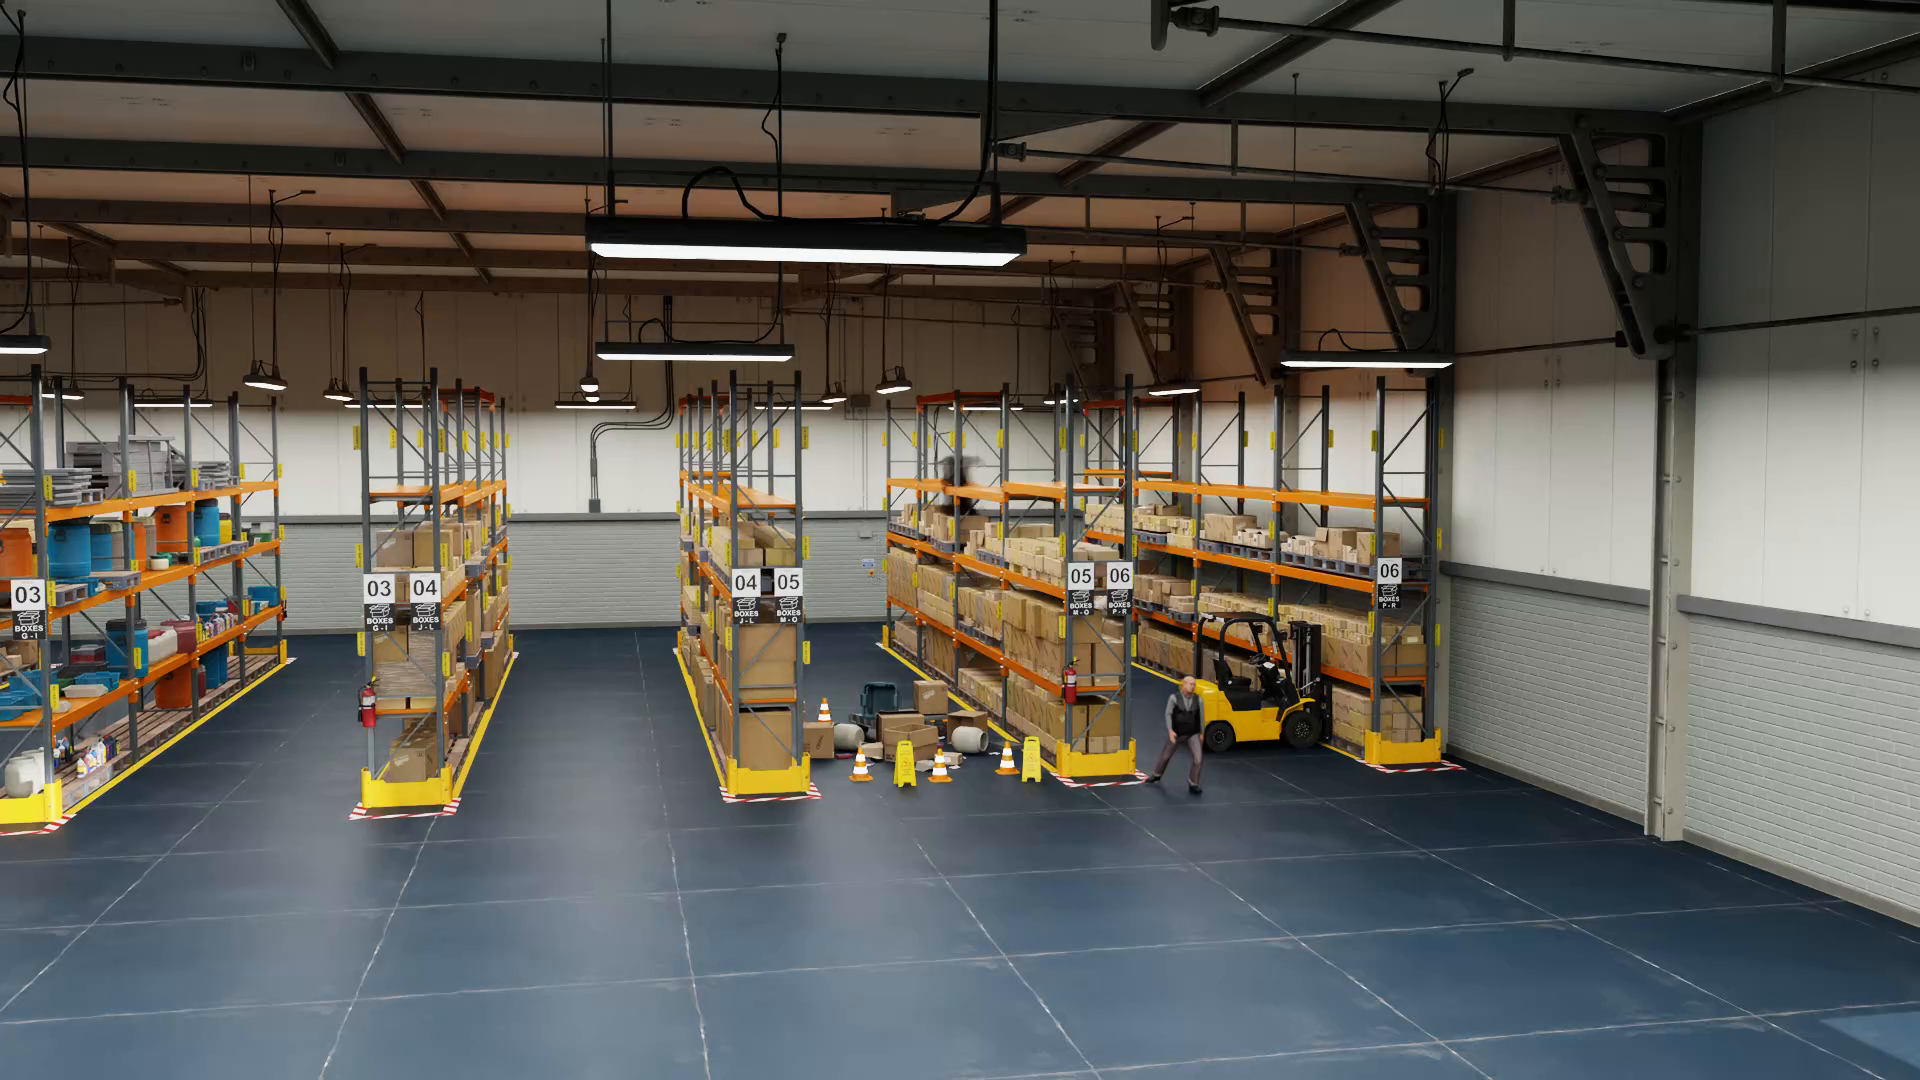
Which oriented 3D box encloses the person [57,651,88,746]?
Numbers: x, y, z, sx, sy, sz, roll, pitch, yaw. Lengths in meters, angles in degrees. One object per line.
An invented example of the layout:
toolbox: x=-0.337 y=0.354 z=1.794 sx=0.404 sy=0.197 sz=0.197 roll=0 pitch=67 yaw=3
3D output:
person: x=-14.296 y=2.580 z=26.729 sx=0.493 sy=1.664 sz=0.637 roll=-2 pitch=4 yaw=-27

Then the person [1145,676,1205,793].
person: x=3.085 y=2.754 z=23.833 sx=0.828 sy=1.660 sz=0.713 roll=0 pitch=3 yaw=-1
